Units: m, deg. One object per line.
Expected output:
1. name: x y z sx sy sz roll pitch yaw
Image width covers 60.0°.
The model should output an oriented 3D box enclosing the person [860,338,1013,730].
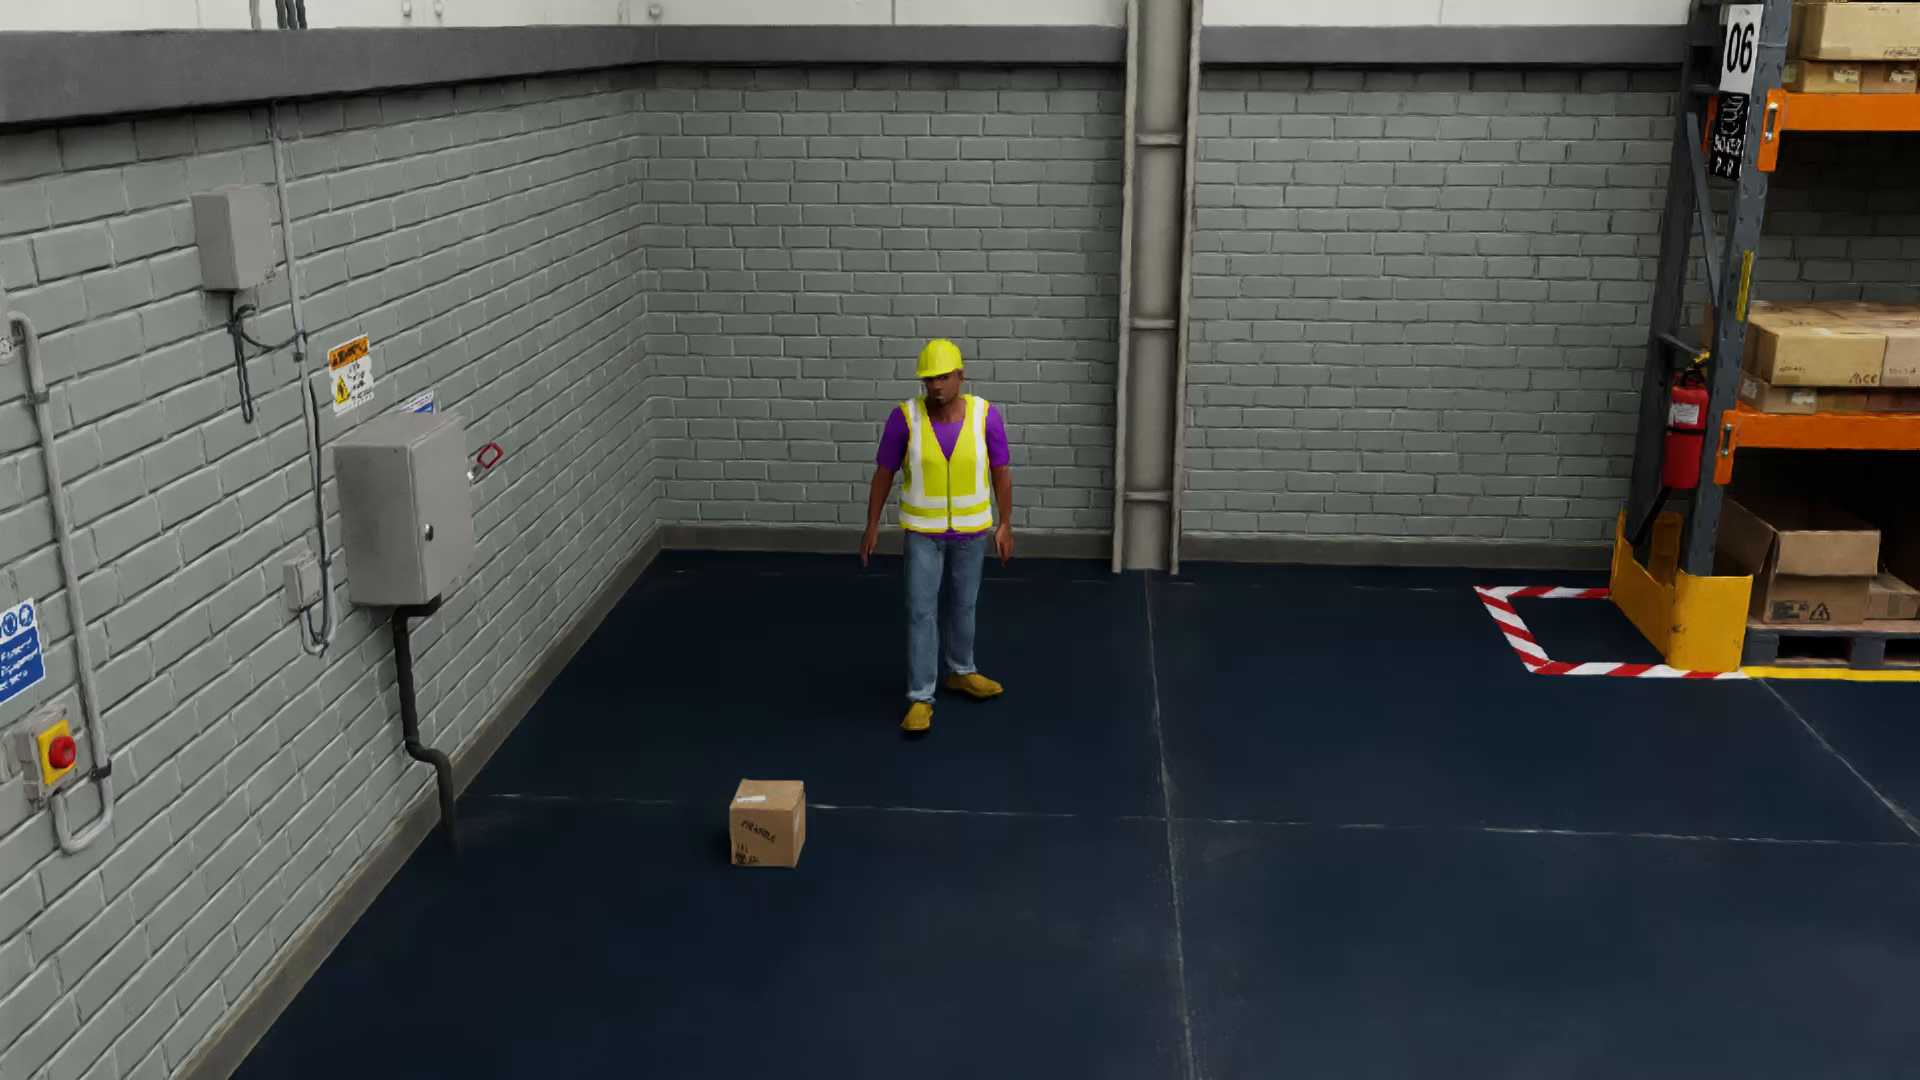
1. person: -0.097 -0.034 7.587 0.708 1.766 0.628 -3 18 -9
